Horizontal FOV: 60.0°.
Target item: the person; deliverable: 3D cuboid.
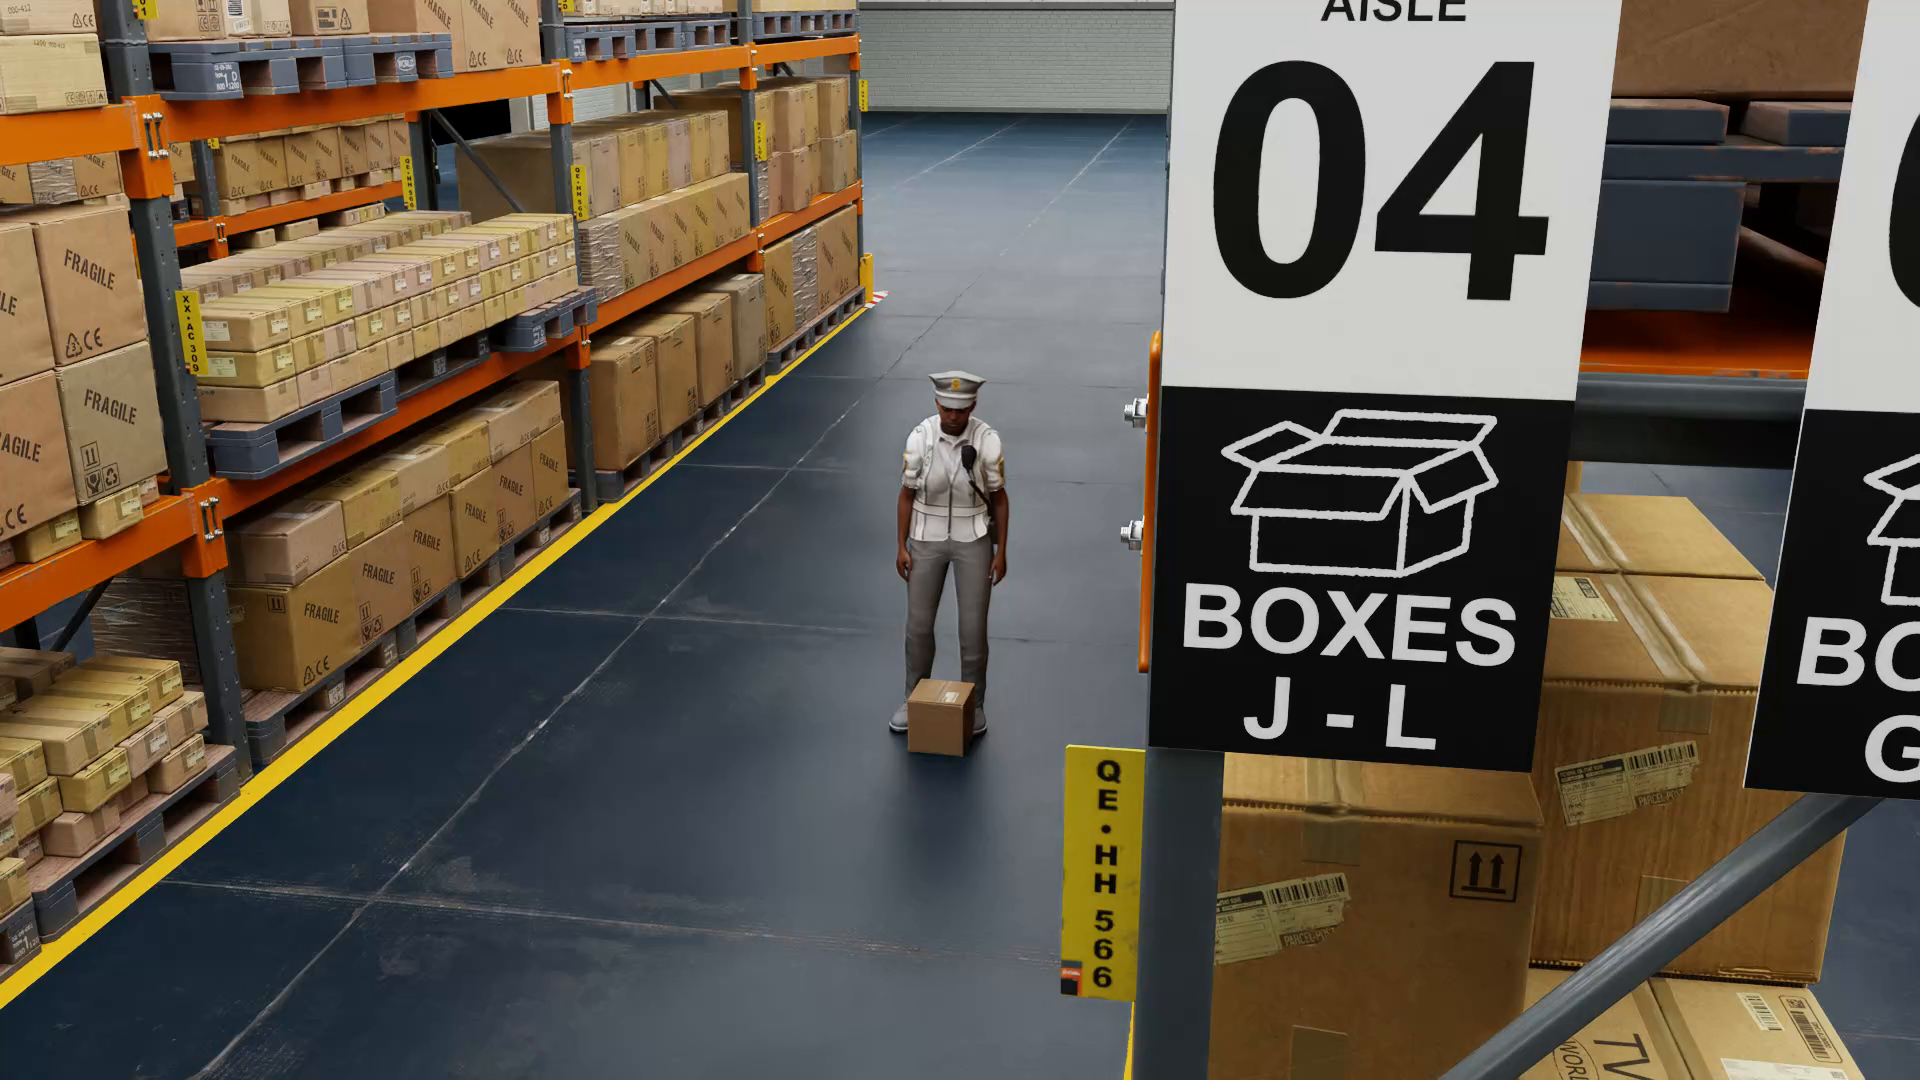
[{"bbox_3d":[-0.049,0.046,7.412,0.530,1.659,0.398,2,18,5],"label":"person"}]
